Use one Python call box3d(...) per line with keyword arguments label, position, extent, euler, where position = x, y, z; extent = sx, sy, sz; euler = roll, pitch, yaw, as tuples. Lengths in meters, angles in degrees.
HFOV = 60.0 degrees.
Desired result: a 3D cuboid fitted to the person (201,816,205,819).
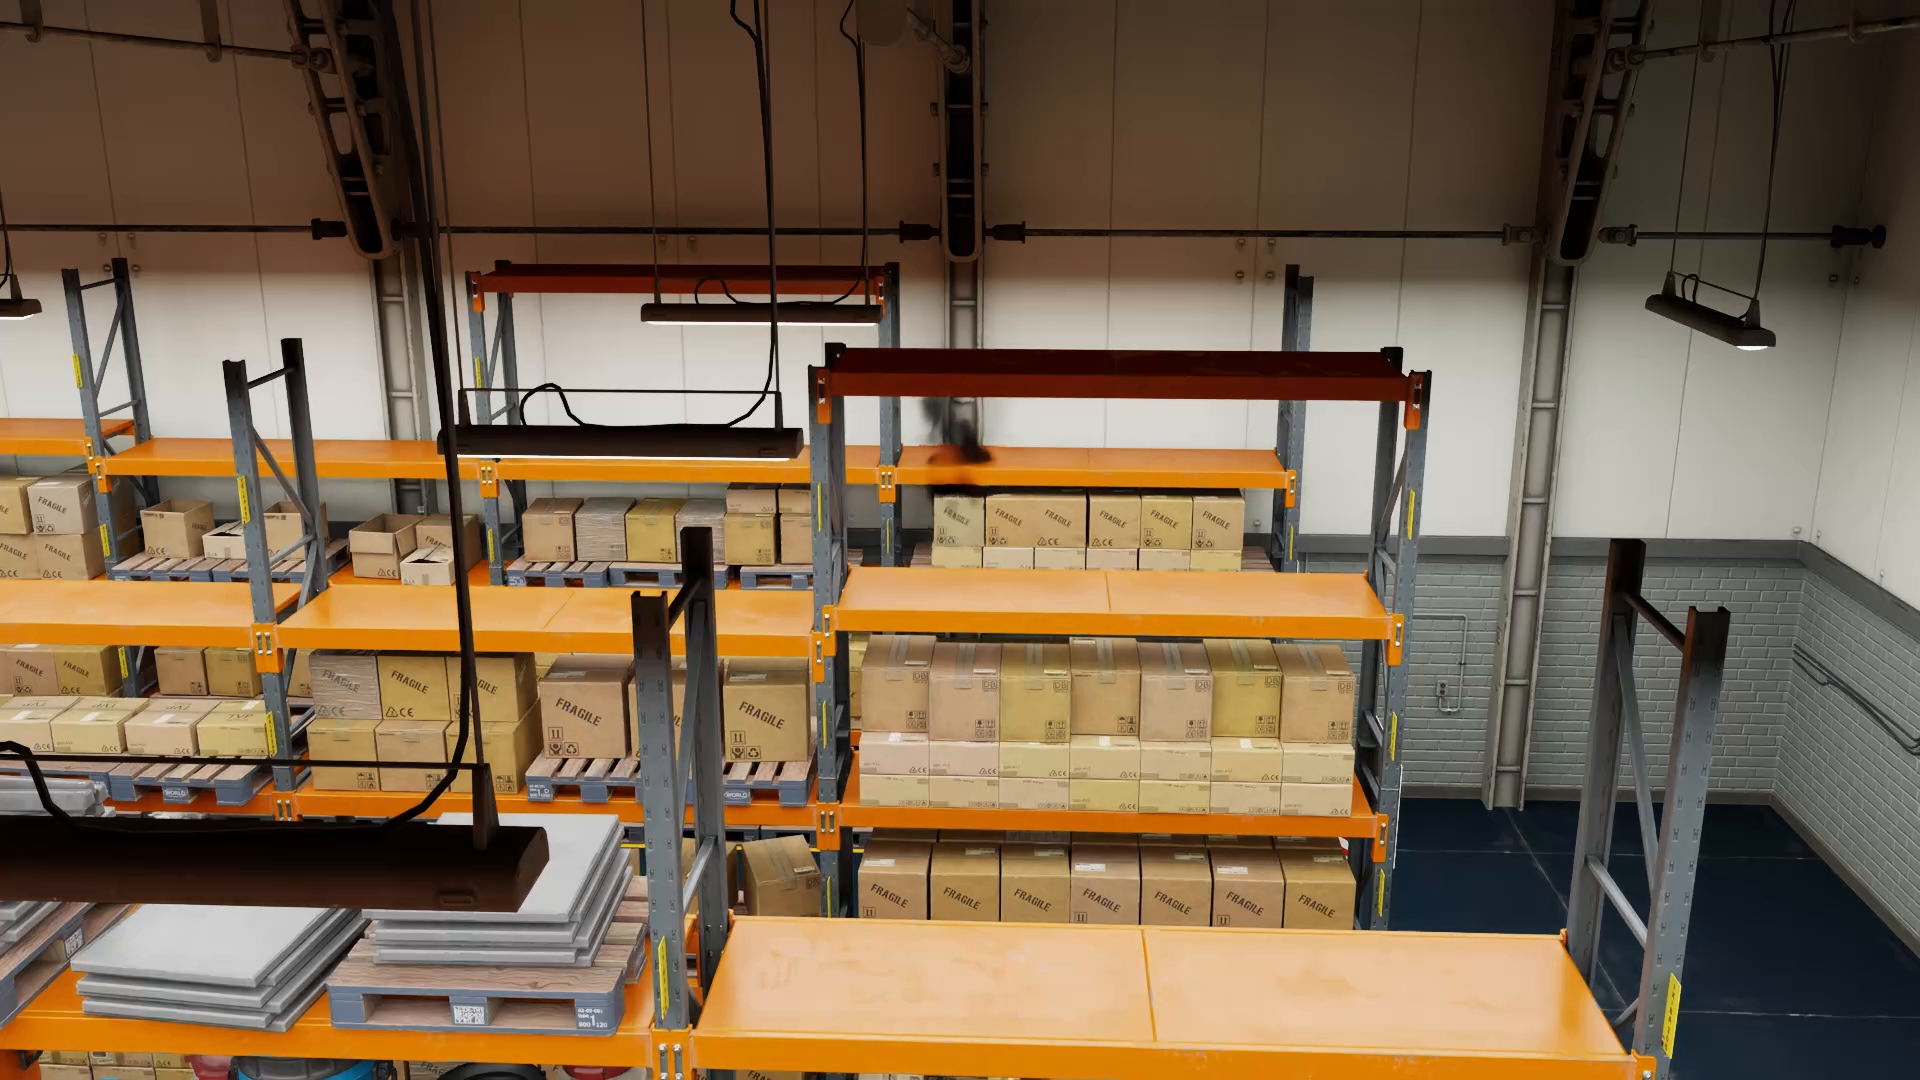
box3d(label="person", position=(-7.255, 2.585, 15.046), extent=(0.584, 0.814, 0.663), euler=(0, 16, -1))
